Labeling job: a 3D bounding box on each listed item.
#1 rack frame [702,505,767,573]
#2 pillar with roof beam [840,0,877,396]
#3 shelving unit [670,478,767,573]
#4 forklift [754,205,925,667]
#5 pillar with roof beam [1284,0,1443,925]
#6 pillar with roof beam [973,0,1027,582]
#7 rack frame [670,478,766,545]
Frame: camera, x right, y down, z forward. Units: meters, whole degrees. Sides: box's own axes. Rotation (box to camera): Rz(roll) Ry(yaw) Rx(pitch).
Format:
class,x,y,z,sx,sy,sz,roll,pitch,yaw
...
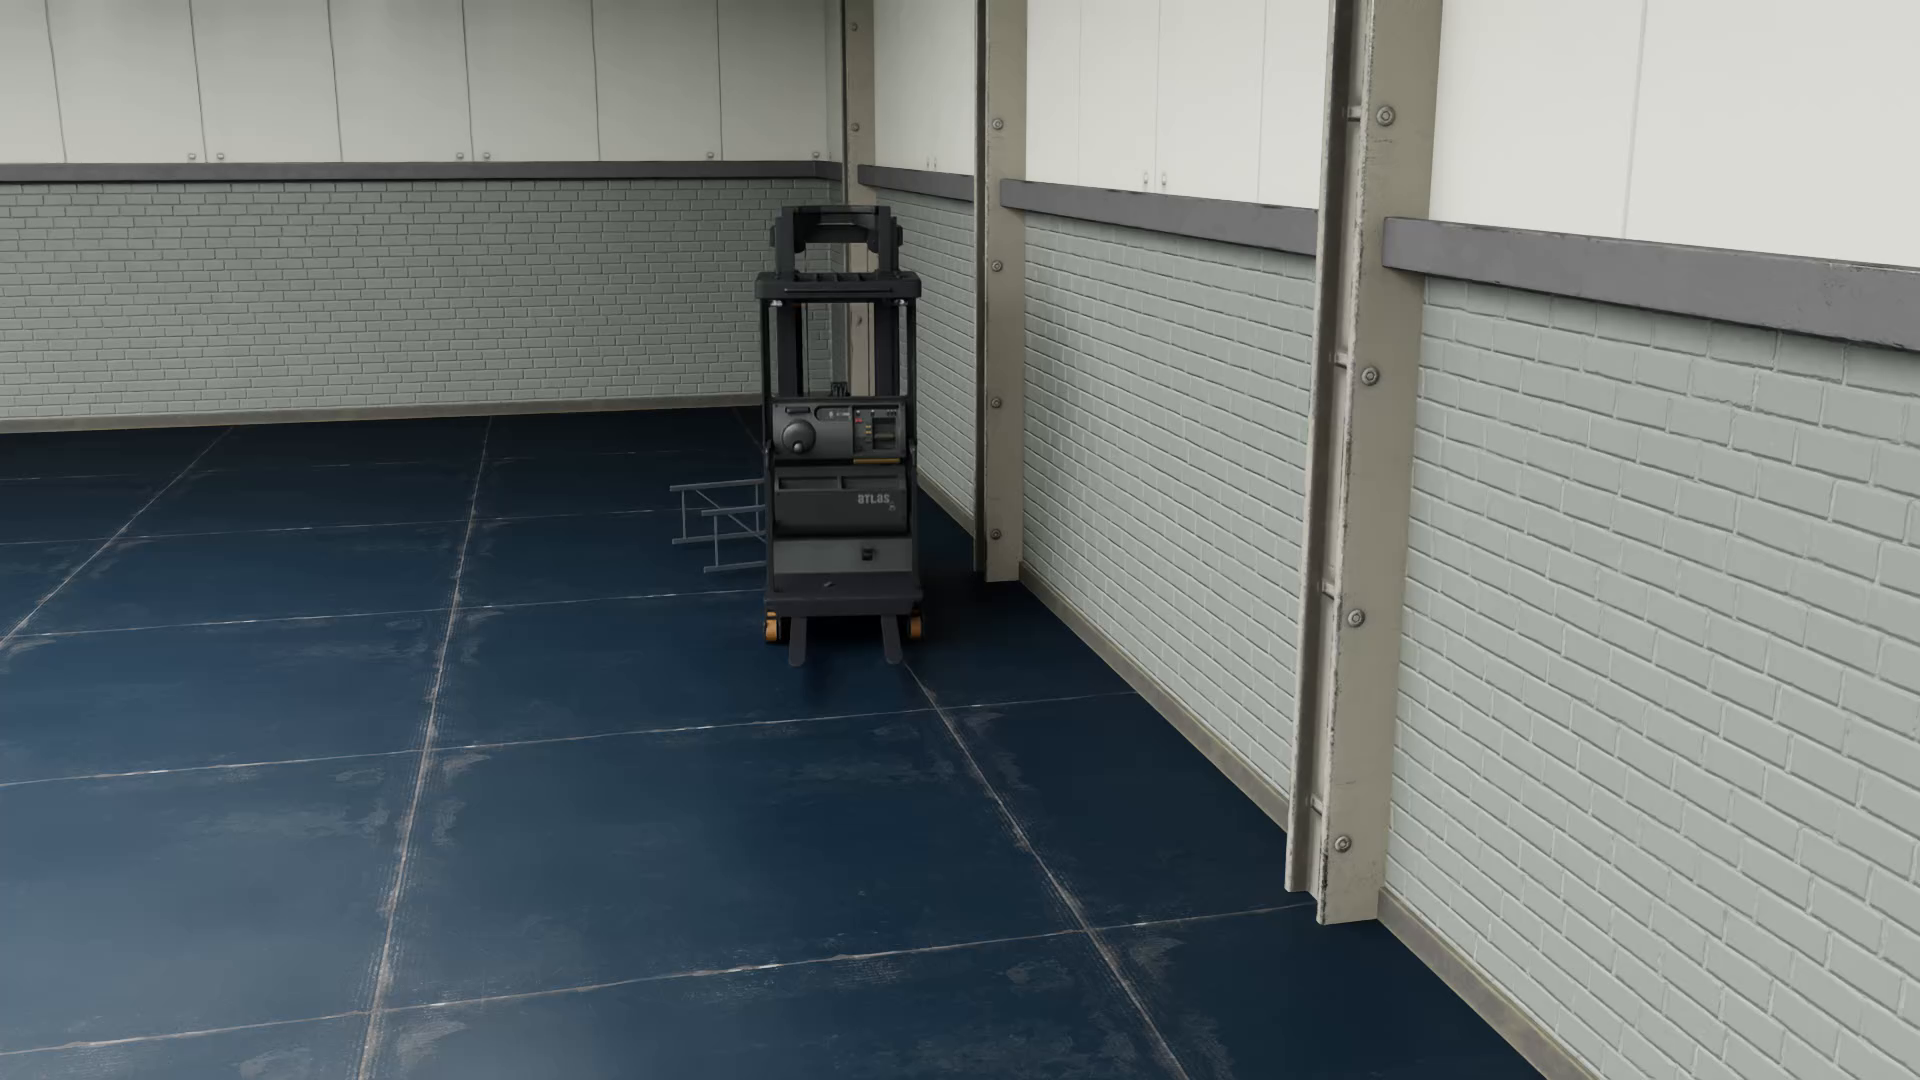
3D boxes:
class,x,y,z,sx,sy,sz,roll,pitch,yaw
rack frame,-1.331,-0.057,13.367,1.500,0.500,0.032,-6,15,-23
pillar with roof beam,-5.291,-5.239,16.910,9.100,9.000,0.400,-3,14,-13
shelving unit,-1.531,-0.165,13.812,1.500,0.587,1.083,-6,15,-23
forklift,-0.828,-0.793,11.496,1.130,2.935,3.031,-1,14,-4
pillar with roof beam,-2.472,-2.471,5.579,9.100,9.000,0.400,-3,14,-13
pillar with roof beam,-3.881,-3.855,11.245,9.100,9.000,0.400,-3,14,-13
rack frame,-1.737,-0.278,14.273,1.500,0.500,0.032,-6,15,-23
